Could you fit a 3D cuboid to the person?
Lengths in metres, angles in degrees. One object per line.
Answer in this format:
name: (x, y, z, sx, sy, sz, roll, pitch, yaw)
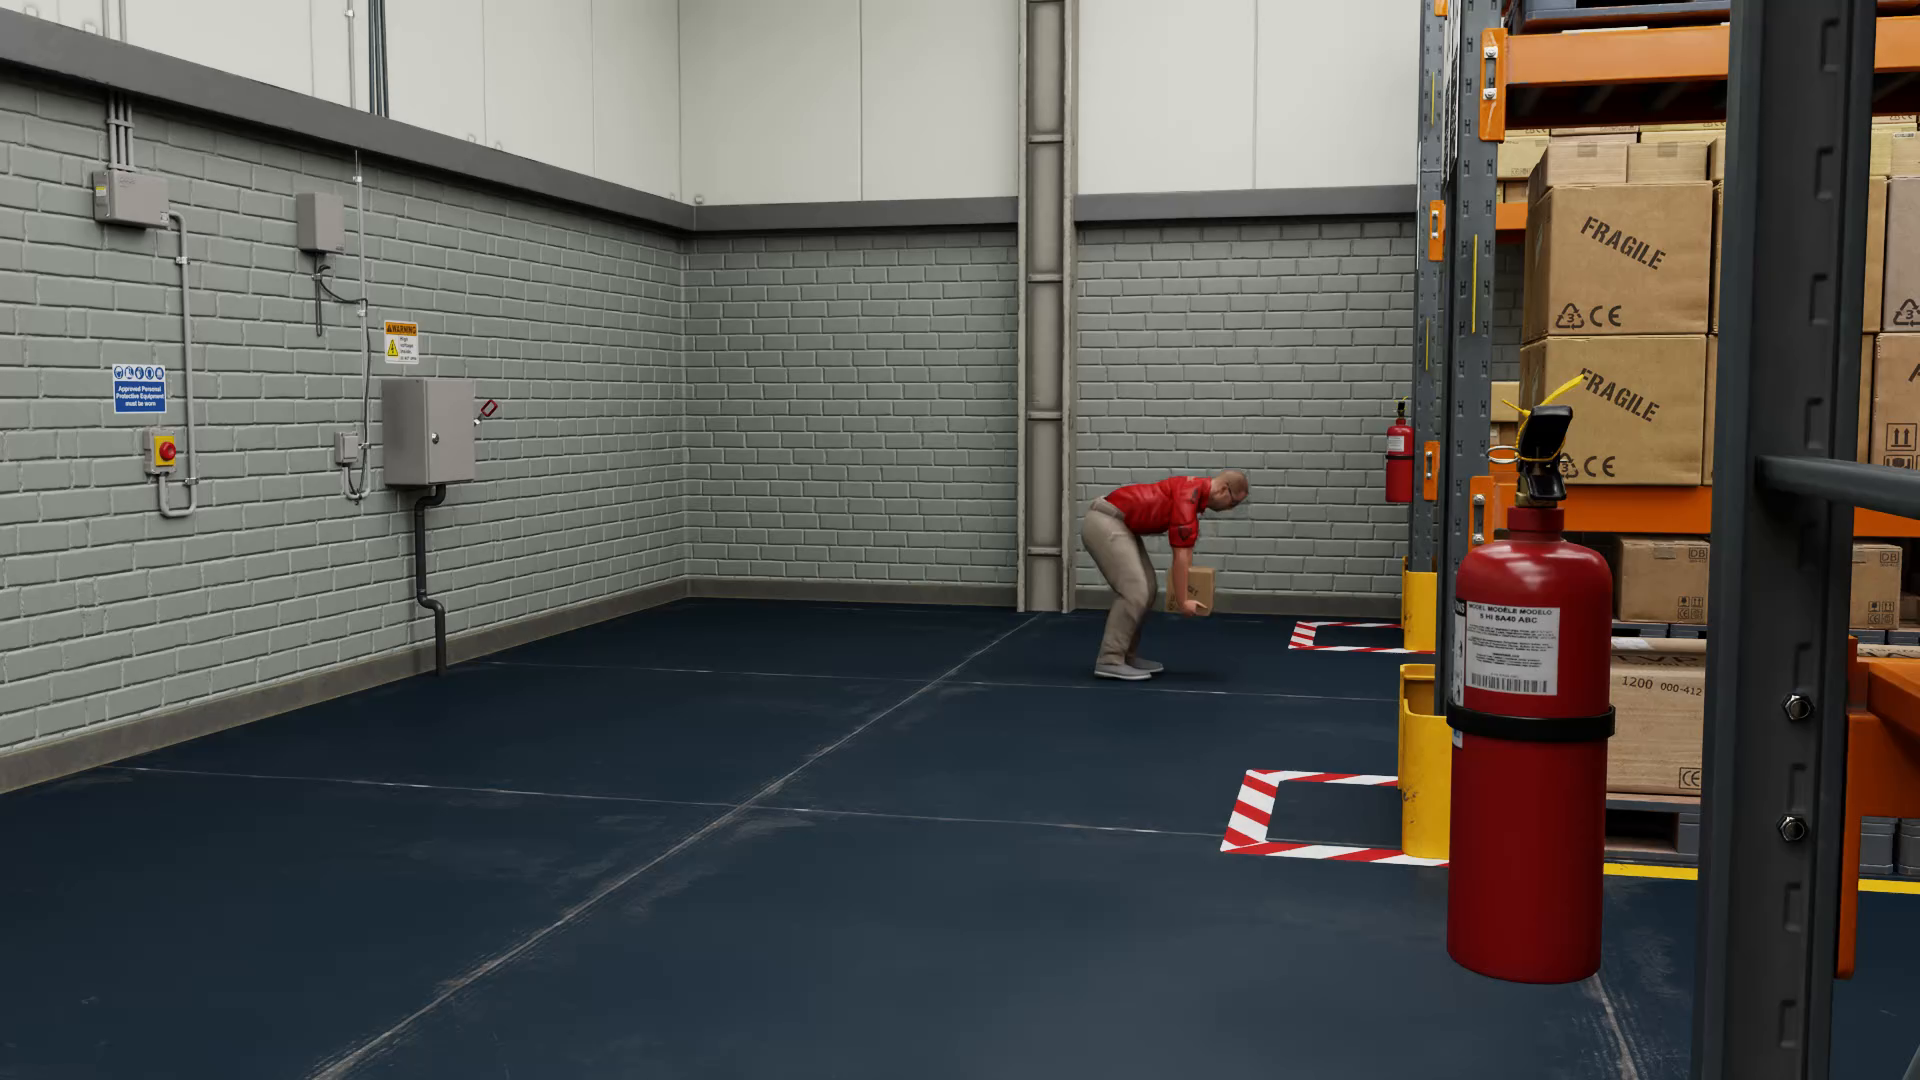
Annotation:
person: (1.169, 0.193, 9.532, 0.940, 1.198, 0.485, 1, 5, 12)
